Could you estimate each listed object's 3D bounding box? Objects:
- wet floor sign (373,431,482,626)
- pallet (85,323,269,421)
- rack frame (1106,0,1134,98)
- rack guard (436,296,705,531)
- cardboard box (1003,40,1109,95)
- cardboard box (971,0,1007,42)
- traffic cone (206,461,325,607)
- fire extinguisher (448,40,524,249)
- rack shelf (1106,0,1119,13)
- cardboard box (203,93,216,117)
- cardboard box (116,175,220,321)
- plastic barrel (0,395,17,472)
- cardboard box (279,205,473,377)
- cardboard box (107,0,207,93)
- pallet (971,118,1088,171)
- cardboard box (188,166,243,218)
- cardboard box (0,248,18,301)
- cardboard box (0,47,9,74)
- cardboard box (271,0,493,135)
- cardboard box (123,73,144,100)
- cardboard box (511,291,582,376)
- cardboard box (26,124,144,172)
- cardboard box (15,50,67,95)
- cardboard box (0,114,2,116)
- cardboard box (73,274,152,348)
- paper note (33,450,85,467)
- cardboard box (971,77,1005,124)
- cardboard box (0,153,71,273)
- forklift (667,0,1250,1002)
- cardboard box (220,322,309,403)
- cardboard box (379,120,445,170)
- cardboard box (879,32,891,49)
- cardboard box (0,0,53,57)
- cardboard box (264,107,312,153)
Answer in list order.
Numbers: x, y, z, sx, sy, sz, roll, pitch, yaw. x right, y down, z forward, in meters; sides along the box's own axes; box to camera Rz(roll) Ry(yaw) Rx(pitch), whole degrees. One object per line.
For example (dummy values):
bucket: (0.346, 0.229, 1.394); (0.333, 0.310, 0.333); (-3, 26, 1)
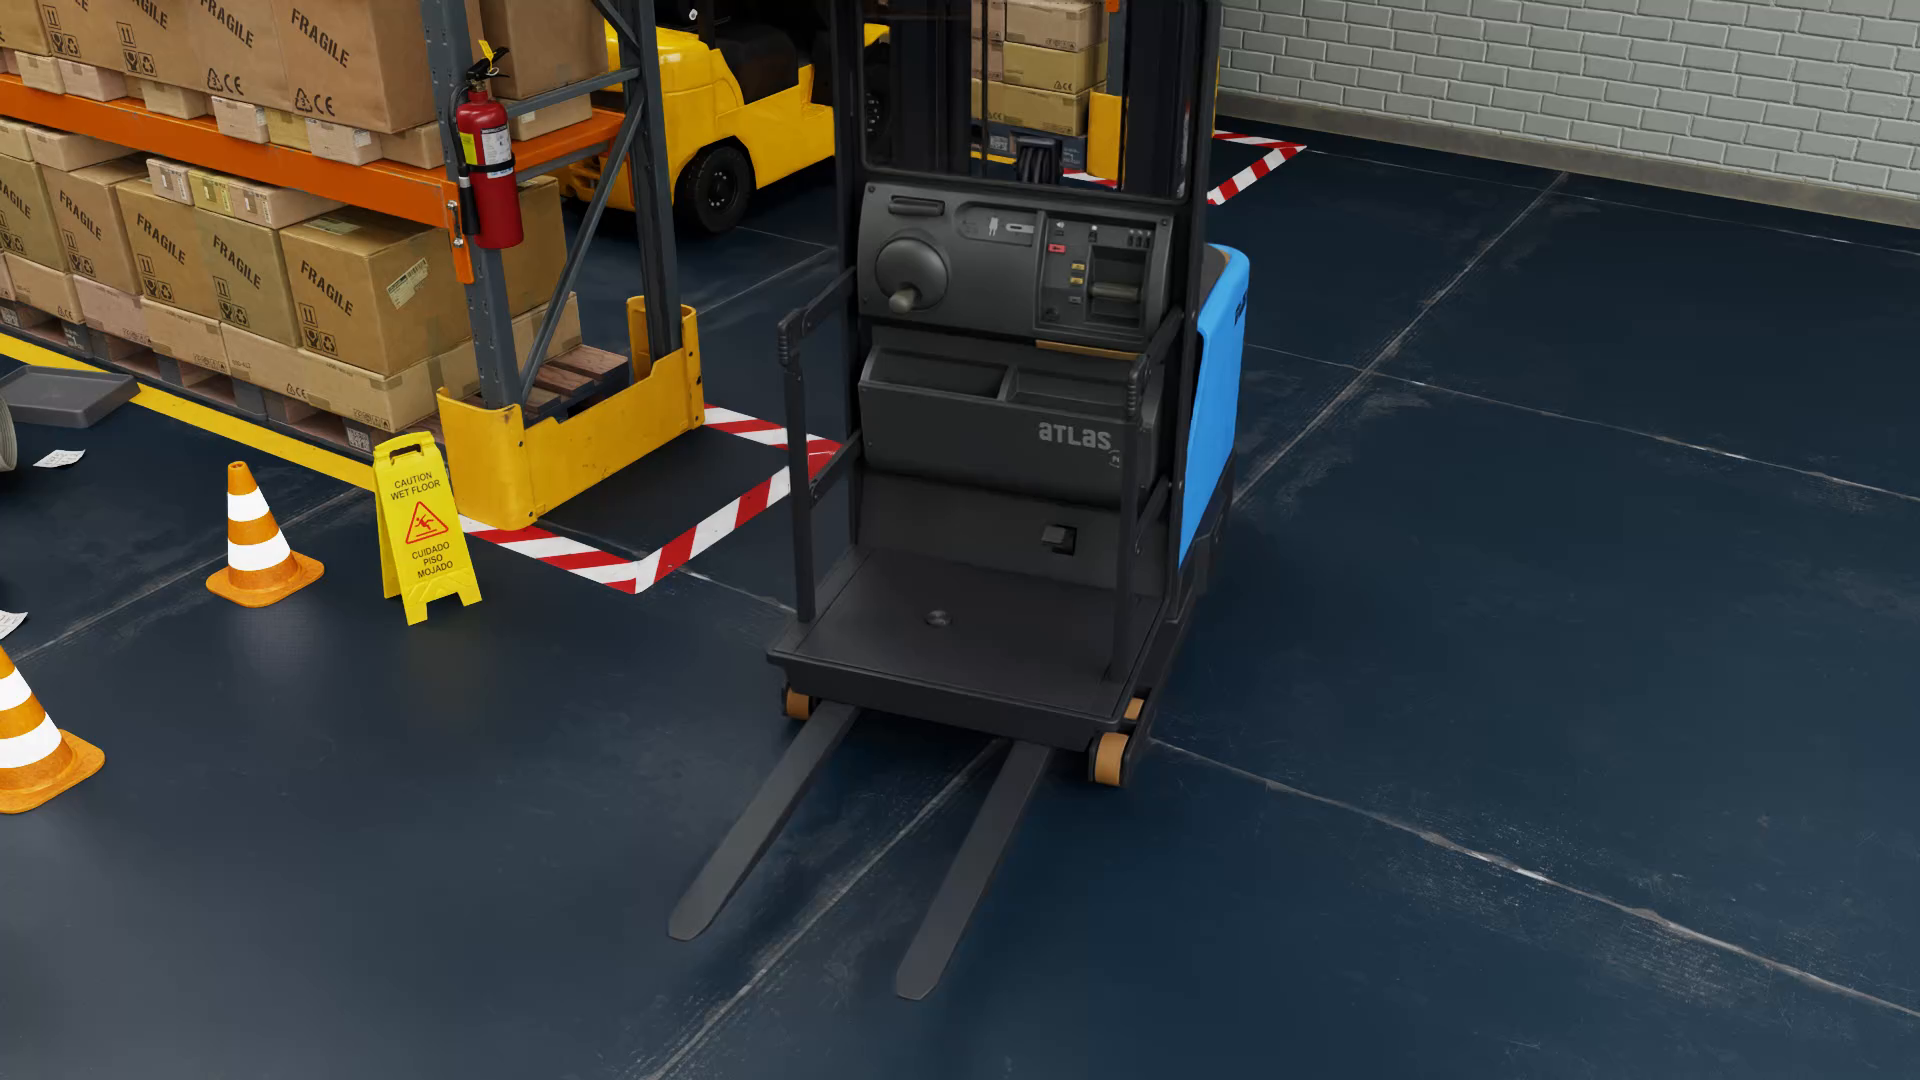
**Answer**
wet floor sign: (-1.867, -0.069, 5.727); (0.267, 0.644, 0.232); (-21, 36, -32)
pallet: (-3.222, -0.969, 7.701); (1.213, 0.211, 1.003); (18, 35, 27)
rack frame: (1.177, -3.713, 9.637); (0.127, 3.000, 1.000); (18, 35, 27)
rack guard: (-1.524, -0.534, 6.669); (0.348, 0.500, 1.175); (18, 35, 27)
cardboard box: (0.598, -2.919, 10.093); (0.500, 0.250, 0.500); (17, 34, 27)
cardboard box: (0.185, -3.263, 10.186); (0.500, 0.250, 0.500); (18, 35, 28)
traffic cone: (-2.509, -0.062, 5.897); (0.334, 0.463, 0.336); (18, 35, 27)
fire extinguisher: (-1.607, -1.332, 5.634); (0.183, 0.674, 0.296); (18, 35, 27)
rack shelf: (-0.517, -3.938, 10.737); (4.000, 0.370, 1.077); (18, 35, 27)
cardboard box: (-2.745, -1.776, 6.568); (0.250, 0.149, 0.380); (18, 35, 28)
cardboard box: (-3.144, -1.291, 7.053); (0.500, 0.500, 0.500); (17, 34, 26)
plastic barrel: (-4.013, -0.387, 6.494); (0.512, 0.421, 0.421); (-9, 32, -15)
cardboard box: (-2.276, -1.014, 6.579); (0.500, 0.500, 0.500); (18, 35, 28)
cardboard box: (-2.909, -2.064, 6.417); (0.500, 0.500, 0.500); (17, 34, 27)
pallet: (0.507, -2.695, 10.660); (1.213, 0.211, 1.003); (18, 35, 27)
cardboard box: (-2.834, -1.433, 6.653); (0.250, 0.149, 0.380); (18, 35, 28)
cardboard box: (-4.491, -1.385, 7.959); (0.500, 0.250, 0.500); (16, 34, 25)
cardboard box: (-4.077, -2.150, 7.208); (0.250, 0.149, 0.380); (19, 35, 29)
cardboard box: (-2.065, -1.793, 5.951); (0.500, 0.500, 0.500); (17, 34, 26)
cardboard box: (-3.174, -1.911, 6.799); (0.250, 0.149, 0.380); (18, 35, 27)
cardboard box: (-1.995, -0.921, 7.164); (0.500, 0.250, 0.500); (17, 34, 27)
cardboard box: (-3.751, -1.722, 7.149); (0.250, 0.149, 0.380); (20, 36, 30)
cardboard box: (-3.672, -1.988, 6.930); (0.250, 0.149, 0.380); (18, 35, 28)
cardboard box: (-4.417, -1.930, 7.506); (0.250, 0.149, 0.380); (18, 35, 28)
cardboard box: (-3.582, -1.106, 7.481); (0.500, 0.250, 0.500); (17, 34, 27)
paper note: (-3.681, -0.338, 6.799); (0.148, 0.019, 0.142); (6, 31, 10)
cardboard box: (0.194, -2.835, 10.444); (0.500, 0.250, 0.500); (18, 35, 27)
cardboard box: (-4.031, -1.571, 7.533); (0.500, 0.500, 0.500); (19, 35, 29)
forklift: (0.081, -0.758, 4.641); (1.130, 2.935, 3.031); (10, 32, 16)
cardboard box: (-2.721, -0.831, 7.009); (0.500, 0.250, 0.500); (18, 35, 28)
cardboard box: (-1.890, -1.493, 6.082); (0.250, 0.149, 0.380); (19, 35, 29)
cardboard box: (-0.269, -3.187, 10.553); (0.500, 0.250, 0.500); (17, 34, 26)
cardboard box: (-3.767, -2.335, 6.881); (0.500, 0.500, 0.500); (17, 34, 27)
cardboard box: (-2.369, -1.592, 6.251); (0.250, 0.149, 0.380); (17, 34, 27)
